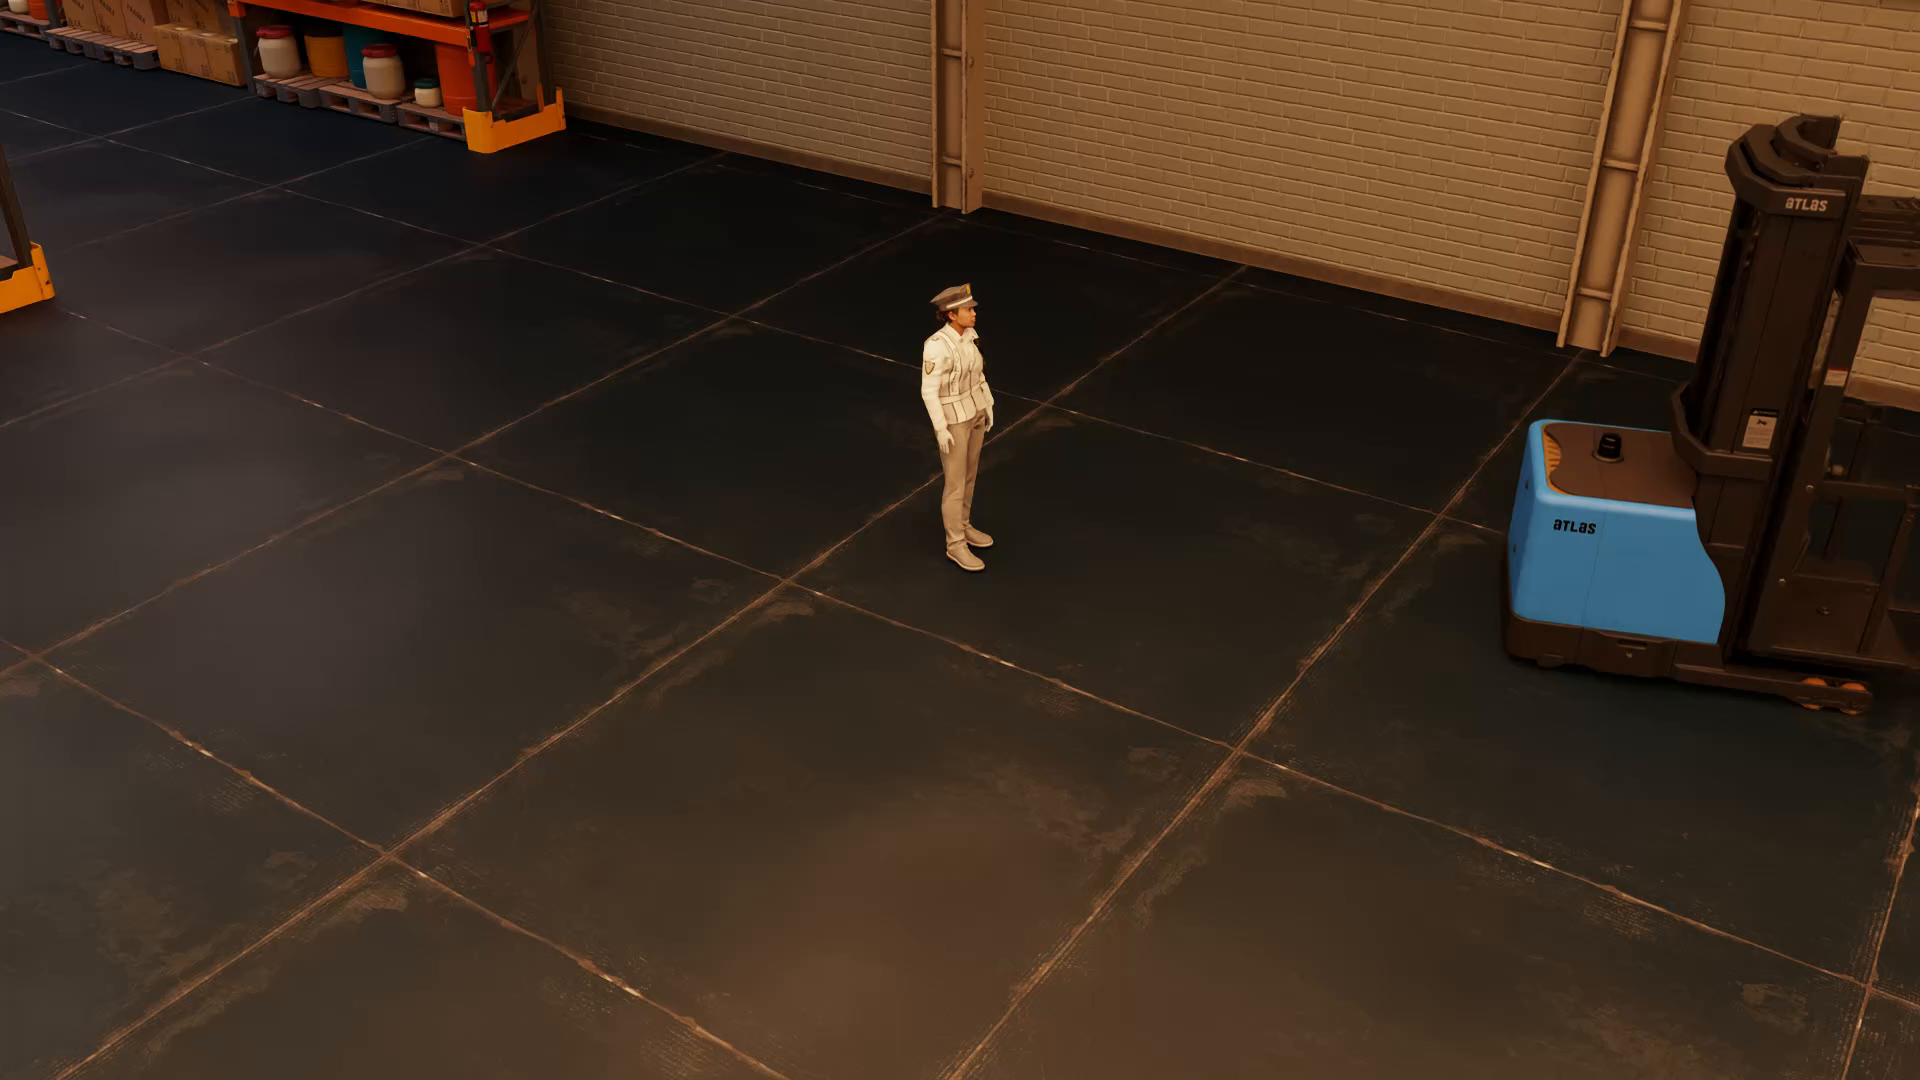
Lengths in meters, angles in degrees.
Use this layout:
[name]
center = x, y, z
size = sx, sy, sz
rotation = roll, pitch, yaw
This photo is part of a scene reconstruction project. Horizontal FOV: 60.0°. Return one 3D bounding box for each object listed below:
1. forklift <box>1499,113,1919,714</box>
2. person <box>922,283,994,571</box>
[forklift]
center = 4.621, -0.631, 8.667
size = 3.031, 2.935, 1.130
rotation = 7, 31, 12
[person]
center = 0.053, -0.717, 10.032
size = 0.530, 1.694, 0.586
rotation = 19, 35, 29
